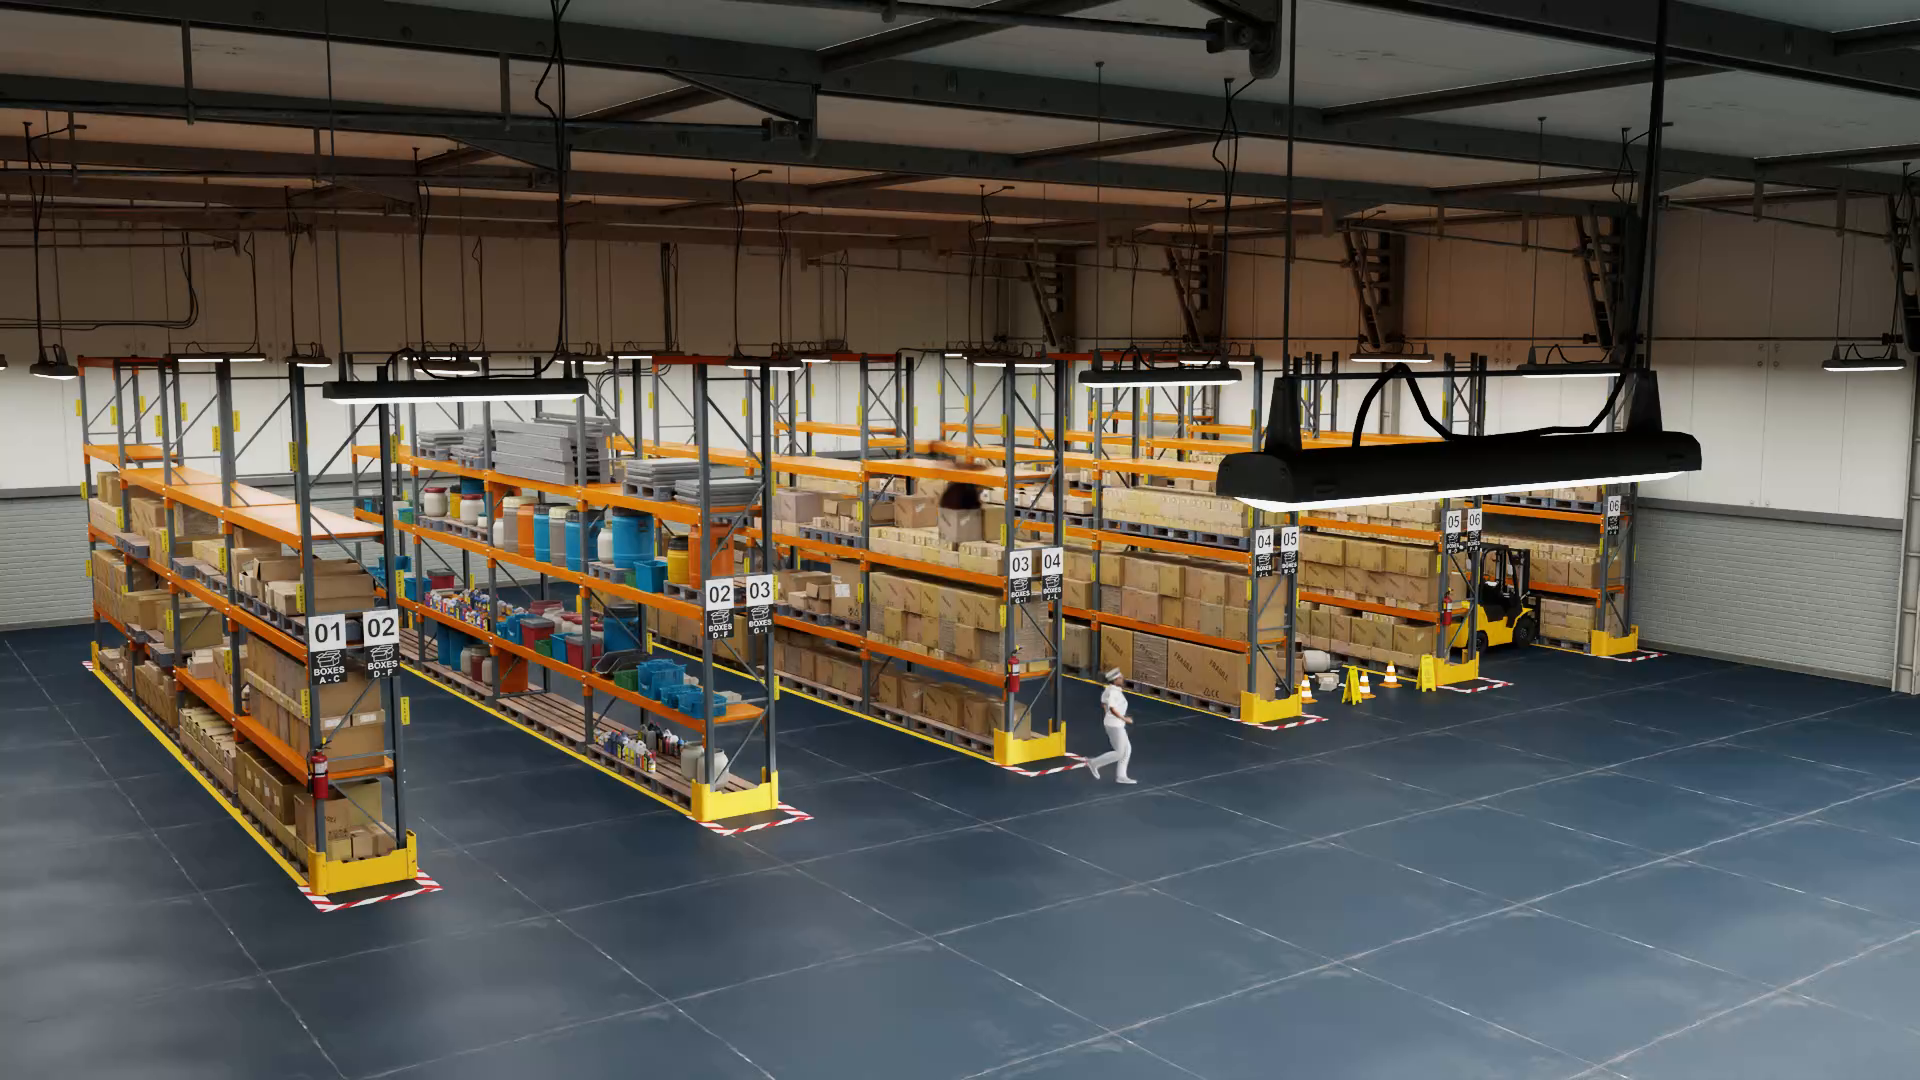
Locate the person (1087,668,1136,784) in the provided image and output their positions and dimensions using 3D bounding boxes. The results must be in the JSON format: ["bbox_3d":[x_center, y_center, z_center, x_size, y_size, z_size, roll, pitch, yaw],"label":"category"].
[{"bbox_3d":[2.153,2.645,23.719,0.715,1.671,0.601,0,7,-2],"label":"person"}]

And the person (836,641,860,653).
[{"bbox_3d":[-2.201,1.506,32.710,0.686,1.838,0.826,-5,9,-37],"label":"person"}]

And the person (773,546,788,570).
[{"bbox_3d":[-4.500,0.443,42.043,0.692,1.671,0.741,-1,7,-6],"label":"person"}]
